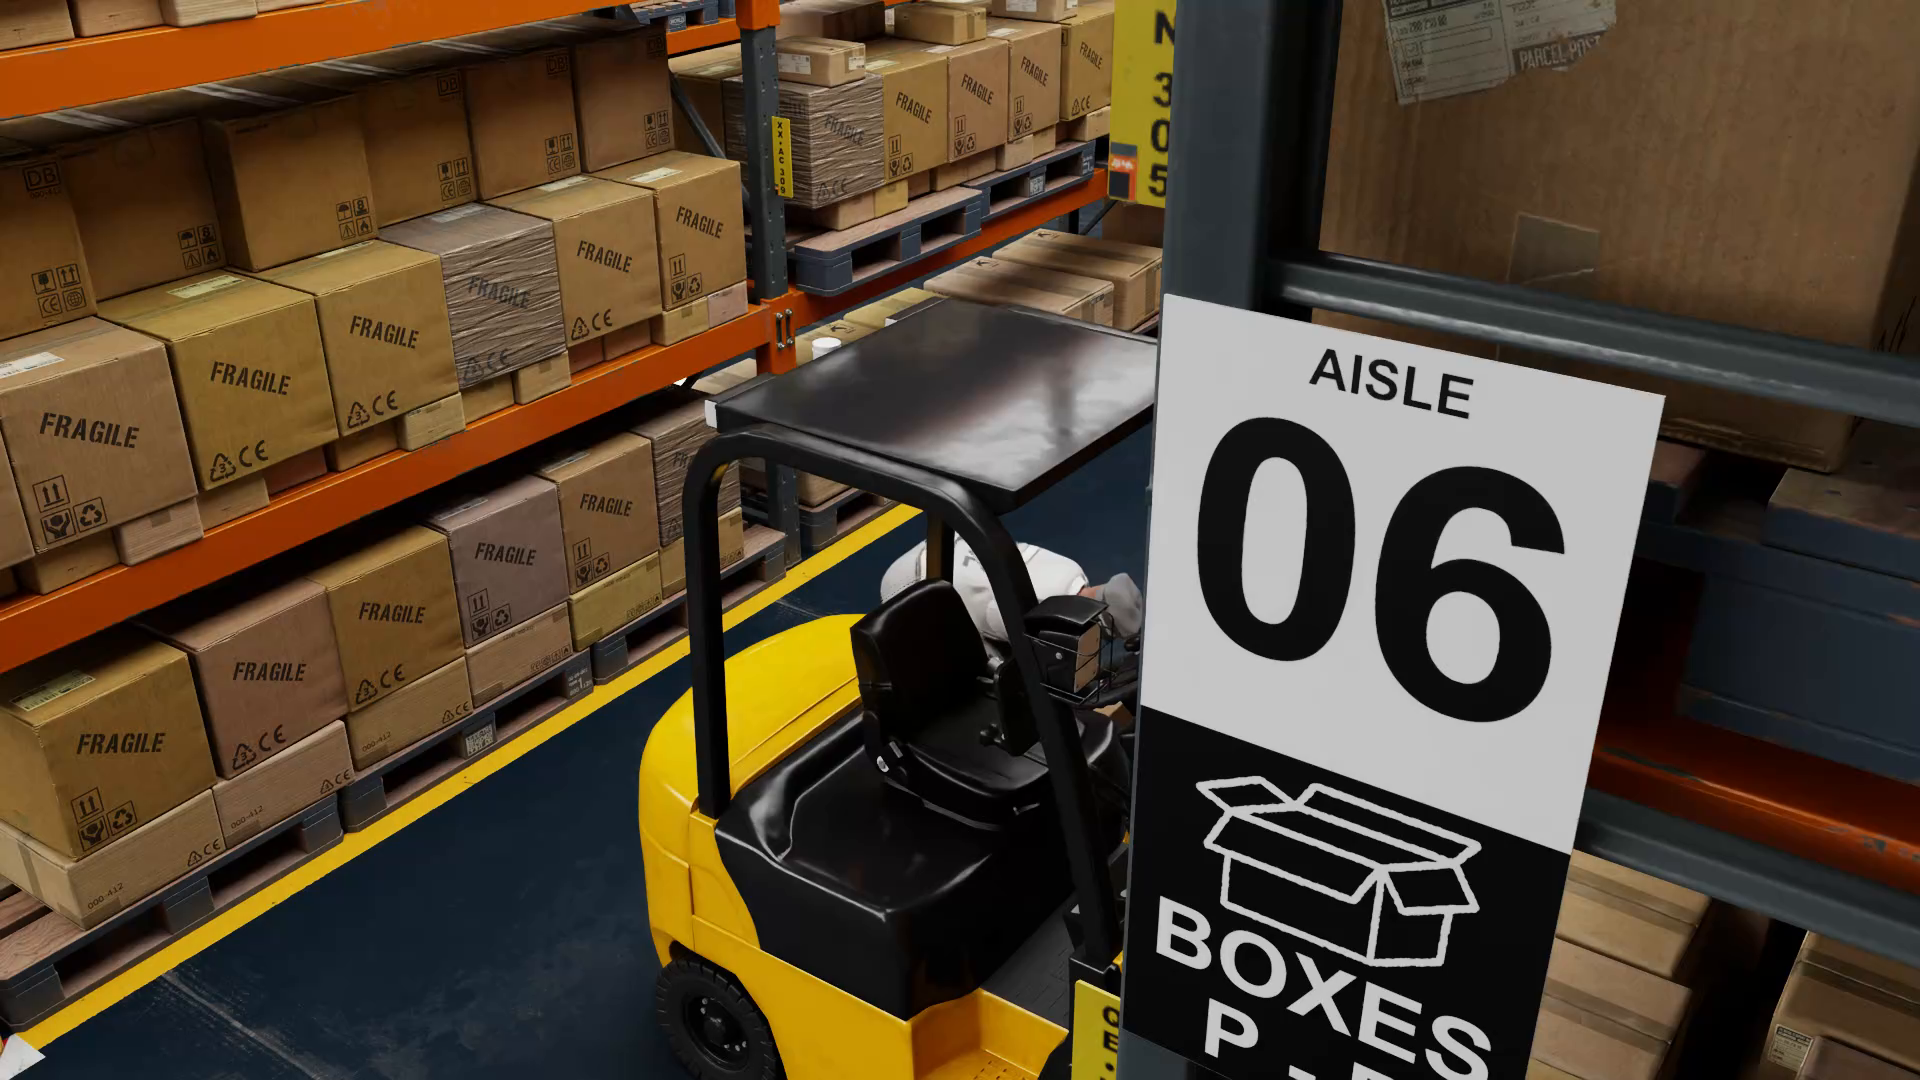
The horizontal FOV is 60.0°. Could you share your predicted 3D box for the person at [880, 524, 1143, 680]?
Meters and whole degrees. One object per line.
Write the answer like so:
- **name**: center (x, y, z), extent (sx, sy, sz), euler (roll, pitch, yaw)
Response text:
- **person**: center (0.196, 0.389, 6.352), extent (1.028, 0.878, 0.552), euler (16, 31, 29)
